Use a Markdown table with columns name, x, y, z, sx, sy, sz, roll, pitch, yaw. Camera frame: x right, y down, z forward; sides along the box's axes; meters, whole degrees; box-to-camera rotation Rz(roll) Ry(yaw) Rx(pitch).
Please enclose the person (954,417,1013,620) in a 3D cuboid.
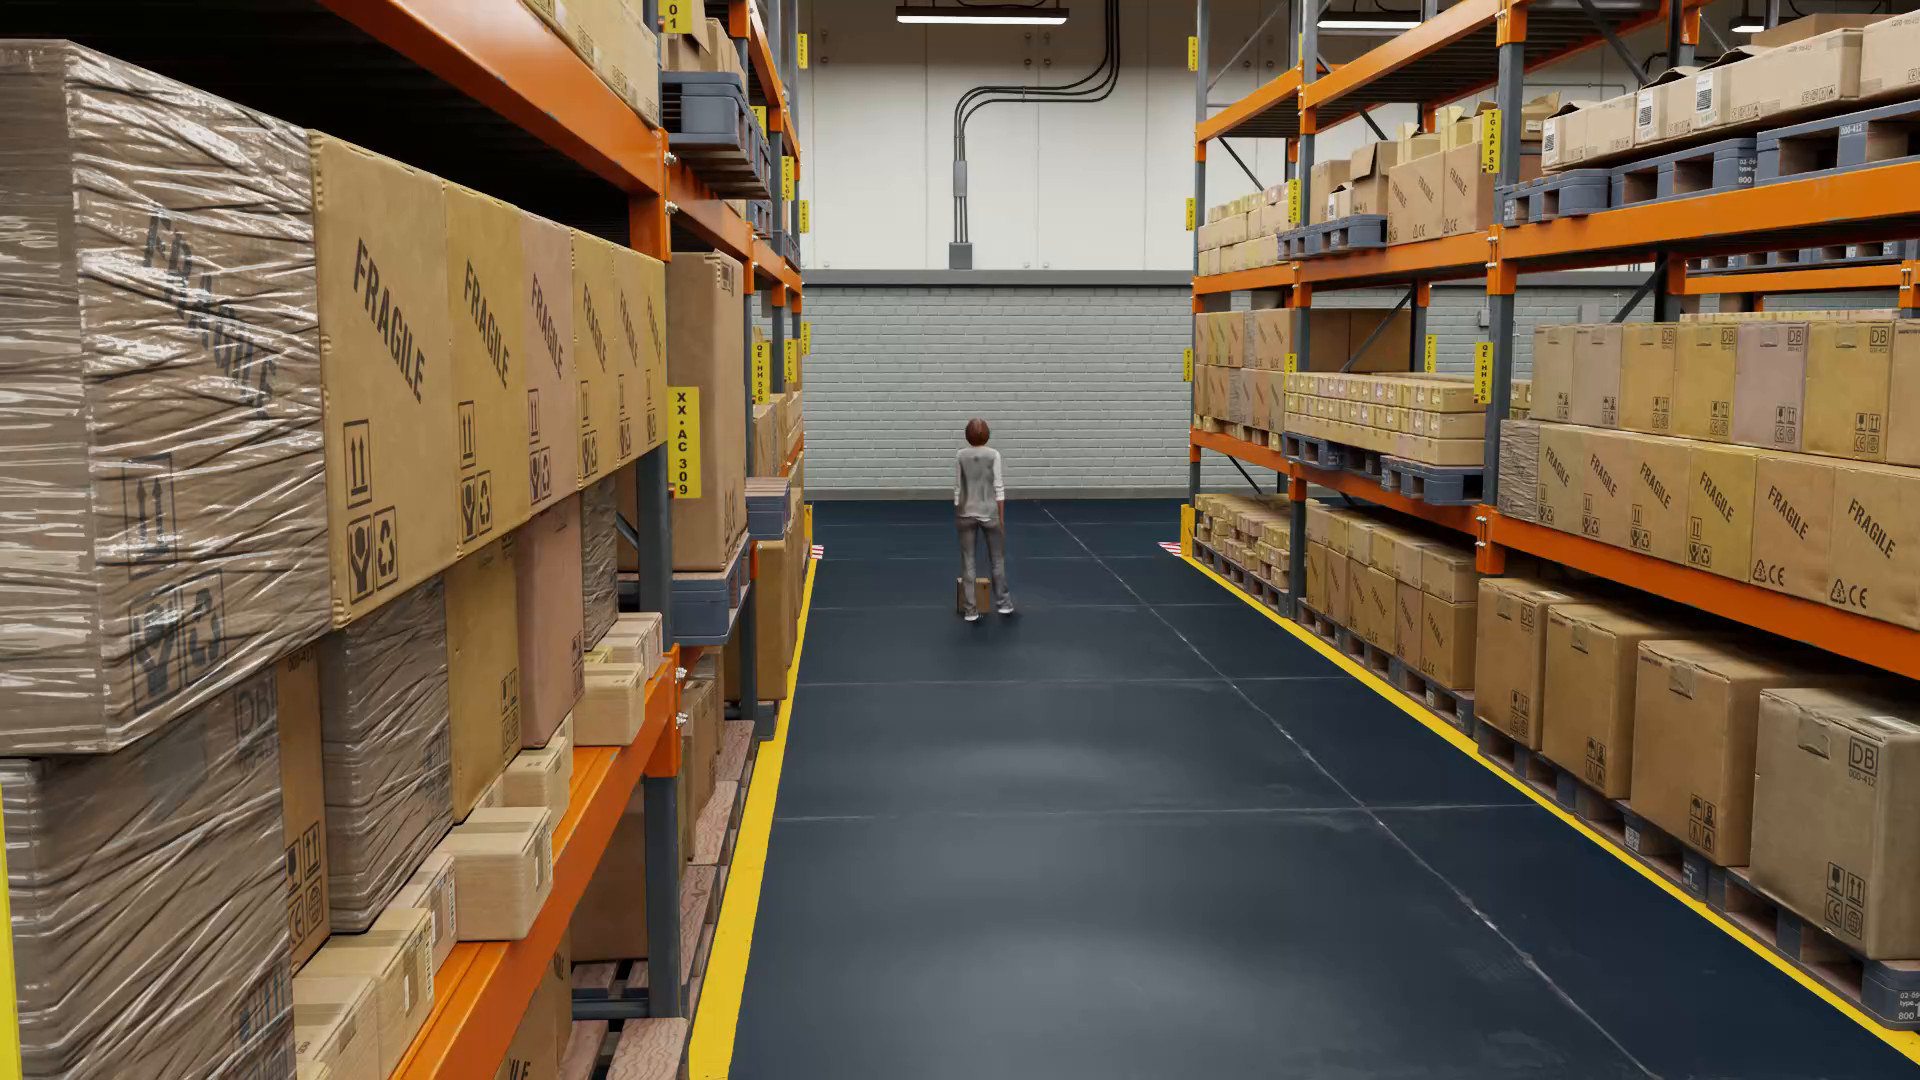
| name | x | y | z | sx | sy | sz | roll | pitch | yaw |
| --- | --- | --- | --- | --- | --- | --- | --- | --- | --- |
| person | 0.185 | -0.178 | 13.158 | 0.456 | 1.594 | 0.572 | 1 | 7 | 5 |
